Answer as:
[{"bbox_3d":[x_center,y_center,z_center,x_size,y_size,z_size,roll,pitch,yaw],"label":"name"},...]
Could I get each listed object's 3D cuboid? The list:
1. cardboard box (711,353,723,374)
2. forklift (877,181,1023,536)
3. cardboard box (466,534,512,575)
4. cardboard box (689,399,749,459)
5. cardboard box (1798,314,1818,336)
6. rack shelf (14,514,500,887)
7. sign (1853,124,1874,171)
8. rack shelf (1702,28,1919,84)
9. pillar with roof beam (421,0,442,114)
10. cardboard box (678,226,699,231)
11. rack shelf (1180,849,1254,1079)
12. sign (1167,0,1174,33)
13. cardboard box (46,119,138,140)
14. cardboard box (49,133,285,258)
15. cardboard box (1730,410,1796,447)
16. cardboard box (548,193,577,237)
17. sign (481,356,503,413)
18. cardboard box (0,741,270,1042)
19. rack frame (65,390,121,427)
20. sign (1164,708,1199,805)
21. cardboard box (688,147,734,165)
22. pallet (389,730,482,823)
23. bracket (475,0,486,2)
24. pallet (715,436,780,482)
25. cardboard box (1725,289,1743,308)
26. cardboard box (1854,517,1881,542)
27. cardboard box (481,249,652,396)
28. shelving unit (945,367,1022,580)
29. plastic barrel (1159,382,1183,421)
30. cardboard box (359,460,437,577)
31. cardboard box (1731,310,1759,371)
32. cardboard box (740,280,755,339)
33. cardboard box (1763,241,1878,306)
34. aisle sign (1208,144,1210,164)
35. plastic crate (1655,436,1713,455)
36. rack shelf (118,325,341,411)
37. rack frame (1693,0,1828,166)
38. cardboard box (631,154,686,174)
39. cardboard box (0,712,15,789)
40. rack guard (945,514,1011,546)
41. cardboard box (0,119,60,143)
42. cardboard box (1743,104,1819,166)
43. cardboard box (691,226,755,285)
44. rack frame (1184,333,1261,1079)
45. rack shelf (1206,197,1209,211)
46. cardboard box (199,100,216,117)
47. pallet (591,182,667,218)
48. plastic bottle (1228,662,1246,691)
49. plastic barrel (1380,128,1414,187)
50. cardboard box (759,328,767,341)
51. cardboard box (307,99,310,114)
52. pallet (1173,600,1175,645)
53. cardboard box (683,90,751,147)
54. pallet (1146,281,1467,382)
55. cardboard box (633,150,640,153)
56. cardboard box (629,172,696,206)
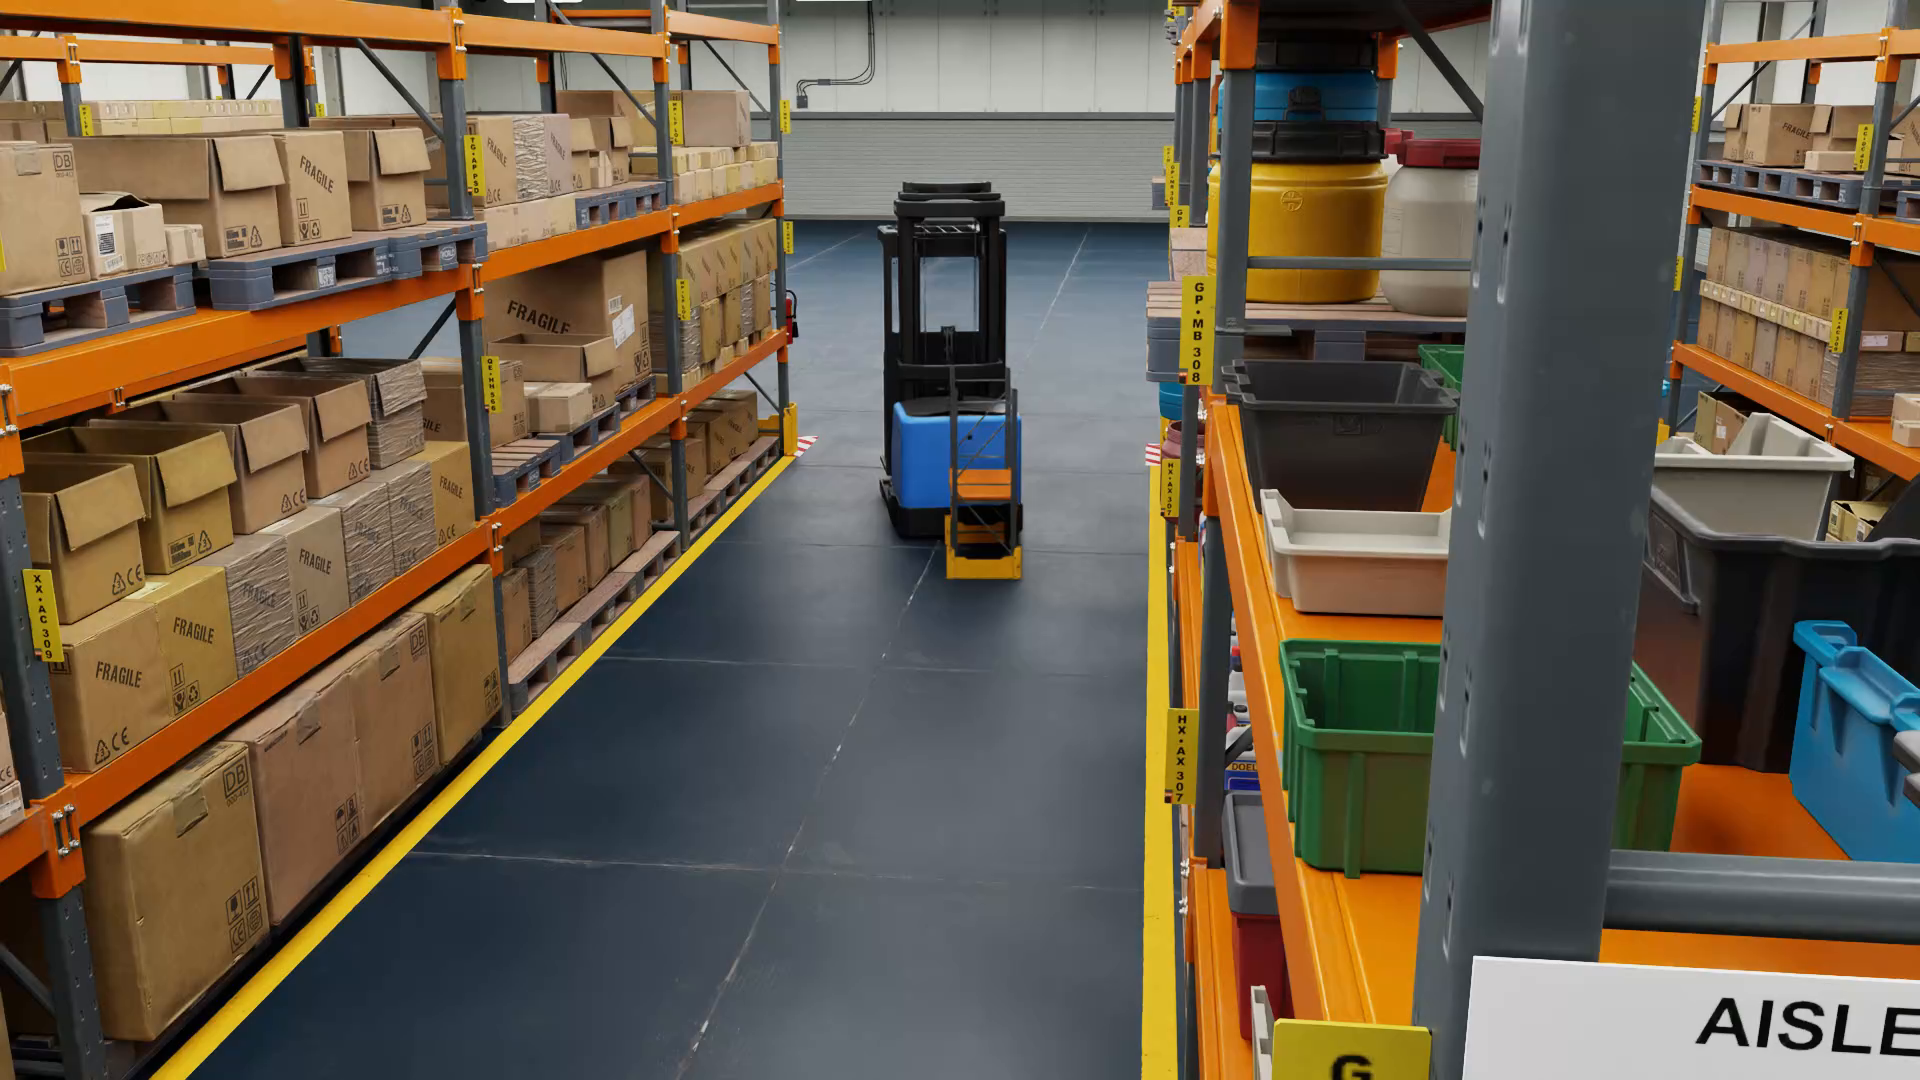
[{"bbox_3d":[-2.311,-1.561,14.670,0.380,0.149,0.250,2,15,6],"label":"cardboard box"},{"bbox_3d":[-0.164,-1.785,15.147,1.130,2.935,3.031,-2,15,-7],"label":"forklift"},{"bbox_3d":[-3.169,0.119,10.487,0.500,0.250,0.500,2,15,9],"label":"cardboard box"},{"bbox_3d":[-2.433,-1.093,16.440,0.500,0.500,0.500,6,16,21],"label":"cardboard box"},{"bbox_3d":[6.983,-1.722,13.351,0.380,0.149,0.250,2,15,6],"label":"cardboard box"},{"bbox_3d":[-3.441,0.527,7.845,1.077,0.370,4.000,2,15,6],"label":"rack shelf"},{"bbox_3d":[6.527,-2.836,12.013,0.100,0.325,0.005,2,15,6],"label":"sign"},{"bbox_3d":[7.305,-3.958,13.705,1.077,0.370,4.000,2,15,6],"label":"rack shelf"},{"bbox_3d":[-10.403,-13.247,45.913,9.100,9.000,0.548,2,15,6],"label":"pillar with roof beam"},{"bbox_3d":[-2.763,-2.695,15.704,0.500,0.500,0.500,2,15,6],"label":"cardboard box"},{"bbox_3d":[1.029,1.710,3.469,1.077,0.370,4.000,2,15,6],"label":"rack shelf"},{"bbox_3d":[2.063,-5.081,16.112,0.100,0.325,0.005,2,15,6],"label":"sign"},{"bbox_3d":[-7.347,-3.438,14.103,0.500,0.250,0.500,2,15,7],"label":"cardboard box"},{"bbox_3d":[-3.424,-1.509,7.248,0.797,0.503,0.637,1,15,5],"label":"cardboard box"},{"bbox_3d":[7.077,-0.837,14.538,0.500,0.500,0.500,2,15,6],"label":"cardboard box"},{"bbox_3d":[-2.802,-2.096,10.707,0.500,0.250,0.500,2,15,7],"label":"cardboard box"},{"bbox_3d":[-2.663,-0.883,9.461,0.100,0.325,0.005,2,15,6],"label":"sign"},{"bbox_3d":[-3.614,1.355,6.672,1.225,0.875,0.875,2,15,6],"label":"cardboard box"},{"bbox_3d":[-7.680,-1.549,14.144,1.000,3.000,0.127,2,15,6],"label":"rack frame"},{"bbox_3d":[0.709,0.694,5.319,0.100,0.325,0.005,2,15,6],"label":"sign"},{"bbox_3d":[-2.265,-3.494,15.114,0.380,0.149,0.250,1,15,3],"label":"cardboard box"},{"bbox_3d":[-3.379,1.209,9.286,1.003,0.211,1.213,2,15,6],"label":"pallet"},{"bbox_3d":[-14.013,-15.823,48.545,0.235,0.232,0.430,2,15,6],"label":"bracket"},{"bbox_3d":[-2.448,-0.839,16.859,1.003,0.211,1.213,2,15,6],"label":"pallet"},{"bbox_3d":[7.185,-2.189,15.075,0.380,0.149,0.250,1,15,5],"label":"cardboard box"},{"bbox_3d":[6.723,0.000,11.806,0.500,0.311,0.500,2,15,6],"label":"cardboard box"},{"bbox_3d":[-2.992,-1.667,12.626,1.000,1.000,1.000,2,15,7],"label":"cardboard box"},{"bbox_3d":[0.177,-0.556,13.344,0.587,1.500,1.083,0,15,-1],"label":"shelving unit"},{"bbox_3d":[1.813,-1.381,12.564,0.600,0.901,0.708,2,15,6],"label":"plastic barrel"},{"bbox_3d":[-3.086,-0.123,8.679,0.500,0.500,0.500,2,15,6],"label":"cardboard box"},{"bbox_3d":[7.349,-1.784,14.821,0.700,0.500,0.500,2,15,7],"label":"cardboard box"},{"bbox_3d":[-2.438,-2.202,15.799,0.875,0.500,0.500,2,15,6],"label":"cardboard box"},{"bbox_3d":[7.293,-2.264,14.112,0.700,0.500,0.500,2,15,6],"label":"cardboard box"},{"bbox_3d":[2.326,-3.550,16.565,0.394,0.787,0.004,2,15,6],"label":"aisle sign"},{"bbox_3d":[1.490,-0.135,3.675,0.293,0.136,0.466,2,15,6],"label":"plastic crate"},{"bbox_3d":[-7.455,-1.720,16.156,1.077,0.370,4.000,2,15,6],"label":"rack shelf"},{"bbox_3d":[7.530,-5.017,15.477,1.000,3.000,0.127,2,15,6],"label":"rack frame"},{"bbox_3d":[-2.421,-3.020,13.361,0.380,0.149,0.250,1,15,5],"label":"cardboard box"},{"bbox_3d":[-3.455,0.749,5.362,0.500,0.250,0.500,1,15,5],"label":"cardboard box"},{"bbox_3d":[0.167,-0.082,13.988,0.587,0.250,0.087,0,15,-1],"label":"rack guard"},{"bbox_3d":[-7.880,-3.454,14.165,0.500,0.250,0.500,2,15,6],"label":"cardboard box"},{"bbox_3d":[7.071,-3.465,14.220,0.500,0.500,0.500,2,15,6],"label":"cardboard box"},{"bbox_3d":[-2.238,-2.679,15.647,0.500,0.500,0.500,2,15,6],"label":"cardboard box"},{"bbox_3d":[1.255,0.844,5.294,1.000,3.000,0.127,2,15,6],"label":"rack frame"},{"bbox_3d":[2.383,-2.850,14.588,1.077,0.370,4.000,2,15,6],"label":"rack shelf"},{"bbox_3d":[-7.130,-3.990,15.384,0.380,0.149,0.250,2,15,6],"label":"cardboard box"},{"bbox_3d":[-2.939,-2.577,12.559,1.213,0.211,1.003,2,15,6],"label":"pallet"},{"bbox_3d":[1.034,0.620,6.217,0.144,0.351,0.185,2,15,6],"label":"plastic bottle"},{"bbox_3d":[1.656,-1.445,6.949,0.433,0.535,0.433,0,15,0],"label":"plastic barrel"},{"bbox_3d":[-2.145,-2.082,16.595,0.380,0.149,0.250,2,15,6],"label":"cardboard box"},{"bbox_3d":[-6.930,-4.452,17.089,0.380,0.149,0.250,2,15,7],"label":"cardboard box"},{"bbox_3d":[1.973,0.638,11.400,1.003,0.211,1.213,2,15,6],"label":"pallet"},{"bbox_3d":[-2.236,-3.886,15.320,0.500,0.500,0.500,2,15,6],"label":"cardboard box"},{"bbox_3d":[1.246,-0.719,5.689,1.213,0.211,1.003,2,15,6],"label":"pallet"},{"bbox_3d":[-2.945,-3.244,14.190,0.380,0.149,0.250,1,15,5],"label":"cardboard box"},{"bbox_3d":[-2.458,-2.861,13.538,0.500,0.250,0.500,1,15,4],"label":"cardboard box"}]
